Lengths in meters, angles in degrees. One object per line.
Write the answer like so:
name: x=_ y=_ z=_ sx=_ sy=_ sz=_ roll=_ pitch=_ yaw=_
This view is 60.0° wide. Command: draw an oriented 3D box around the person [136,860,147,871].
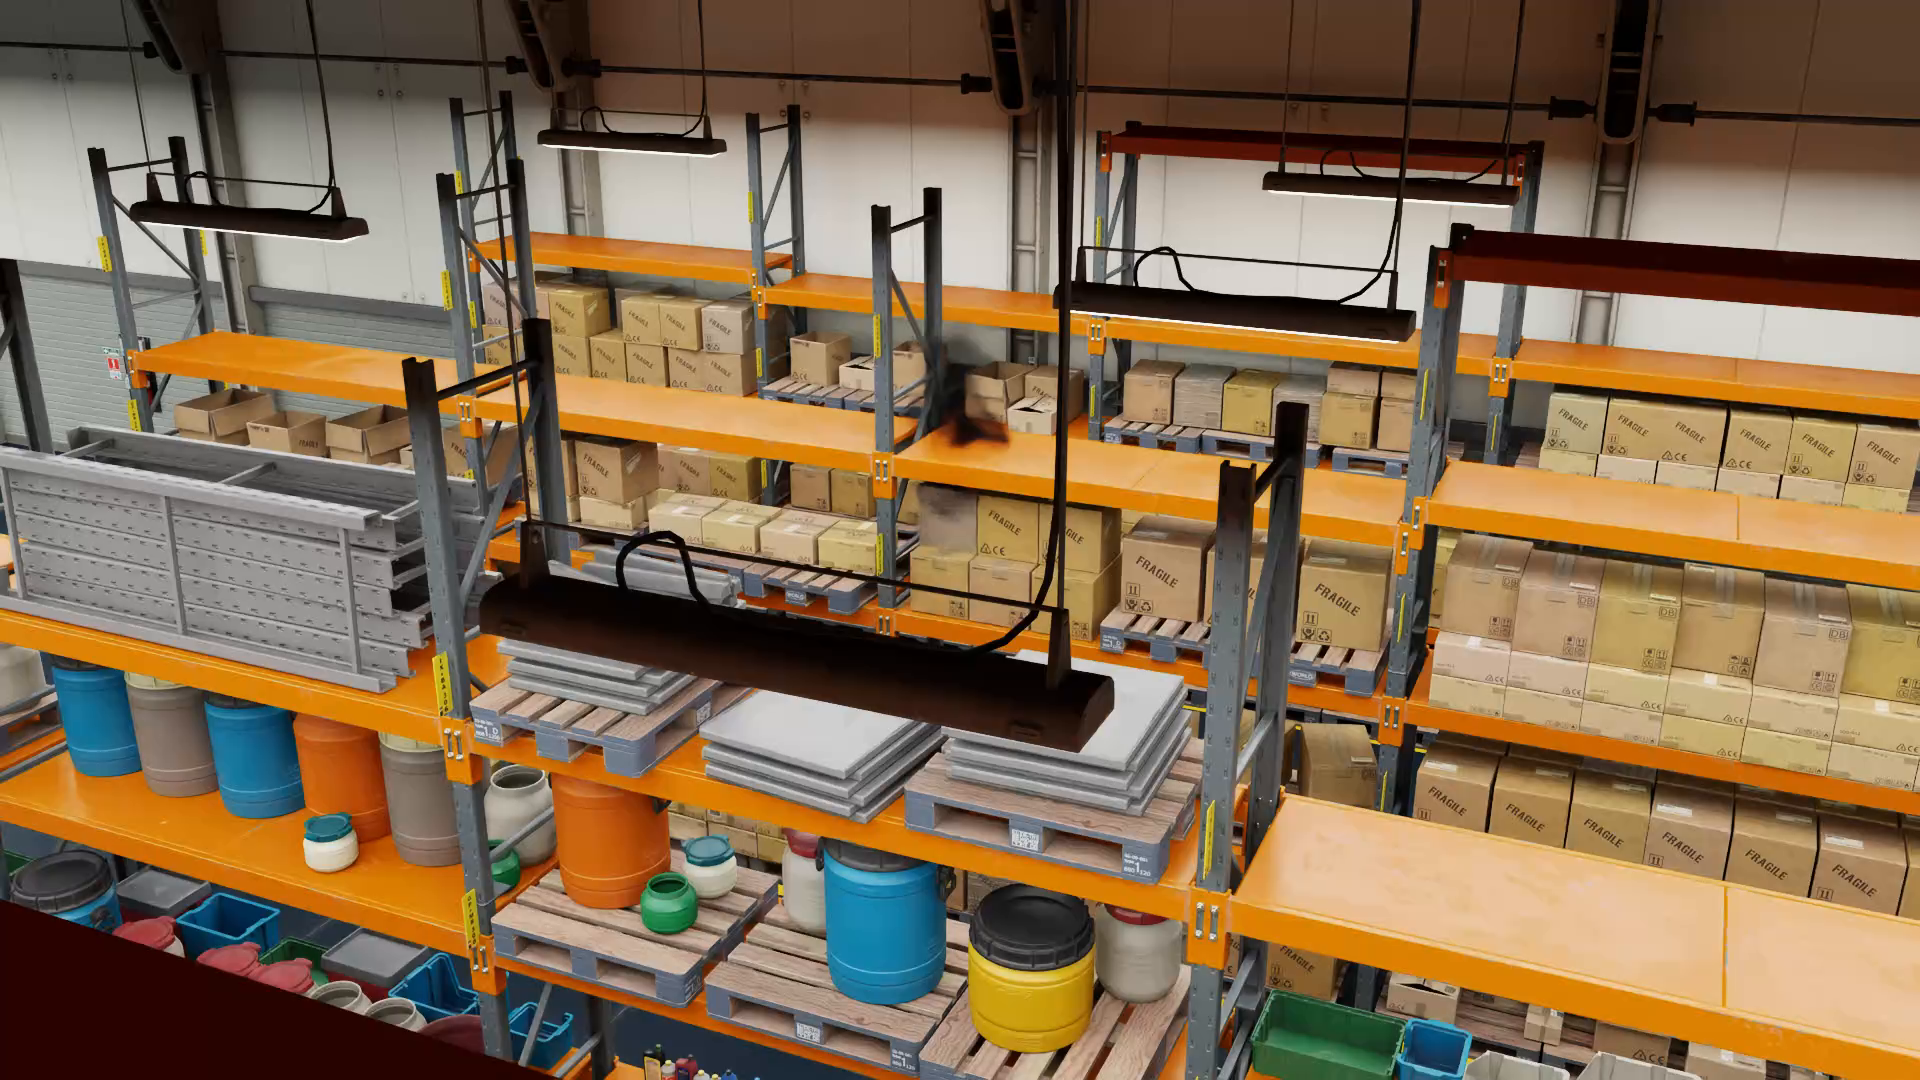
person: x=-6.736 y=2.537 z=13.642 sx=0.894 sy=1.561 sz=0.537 roll=9 pitch=22 yaw=22
